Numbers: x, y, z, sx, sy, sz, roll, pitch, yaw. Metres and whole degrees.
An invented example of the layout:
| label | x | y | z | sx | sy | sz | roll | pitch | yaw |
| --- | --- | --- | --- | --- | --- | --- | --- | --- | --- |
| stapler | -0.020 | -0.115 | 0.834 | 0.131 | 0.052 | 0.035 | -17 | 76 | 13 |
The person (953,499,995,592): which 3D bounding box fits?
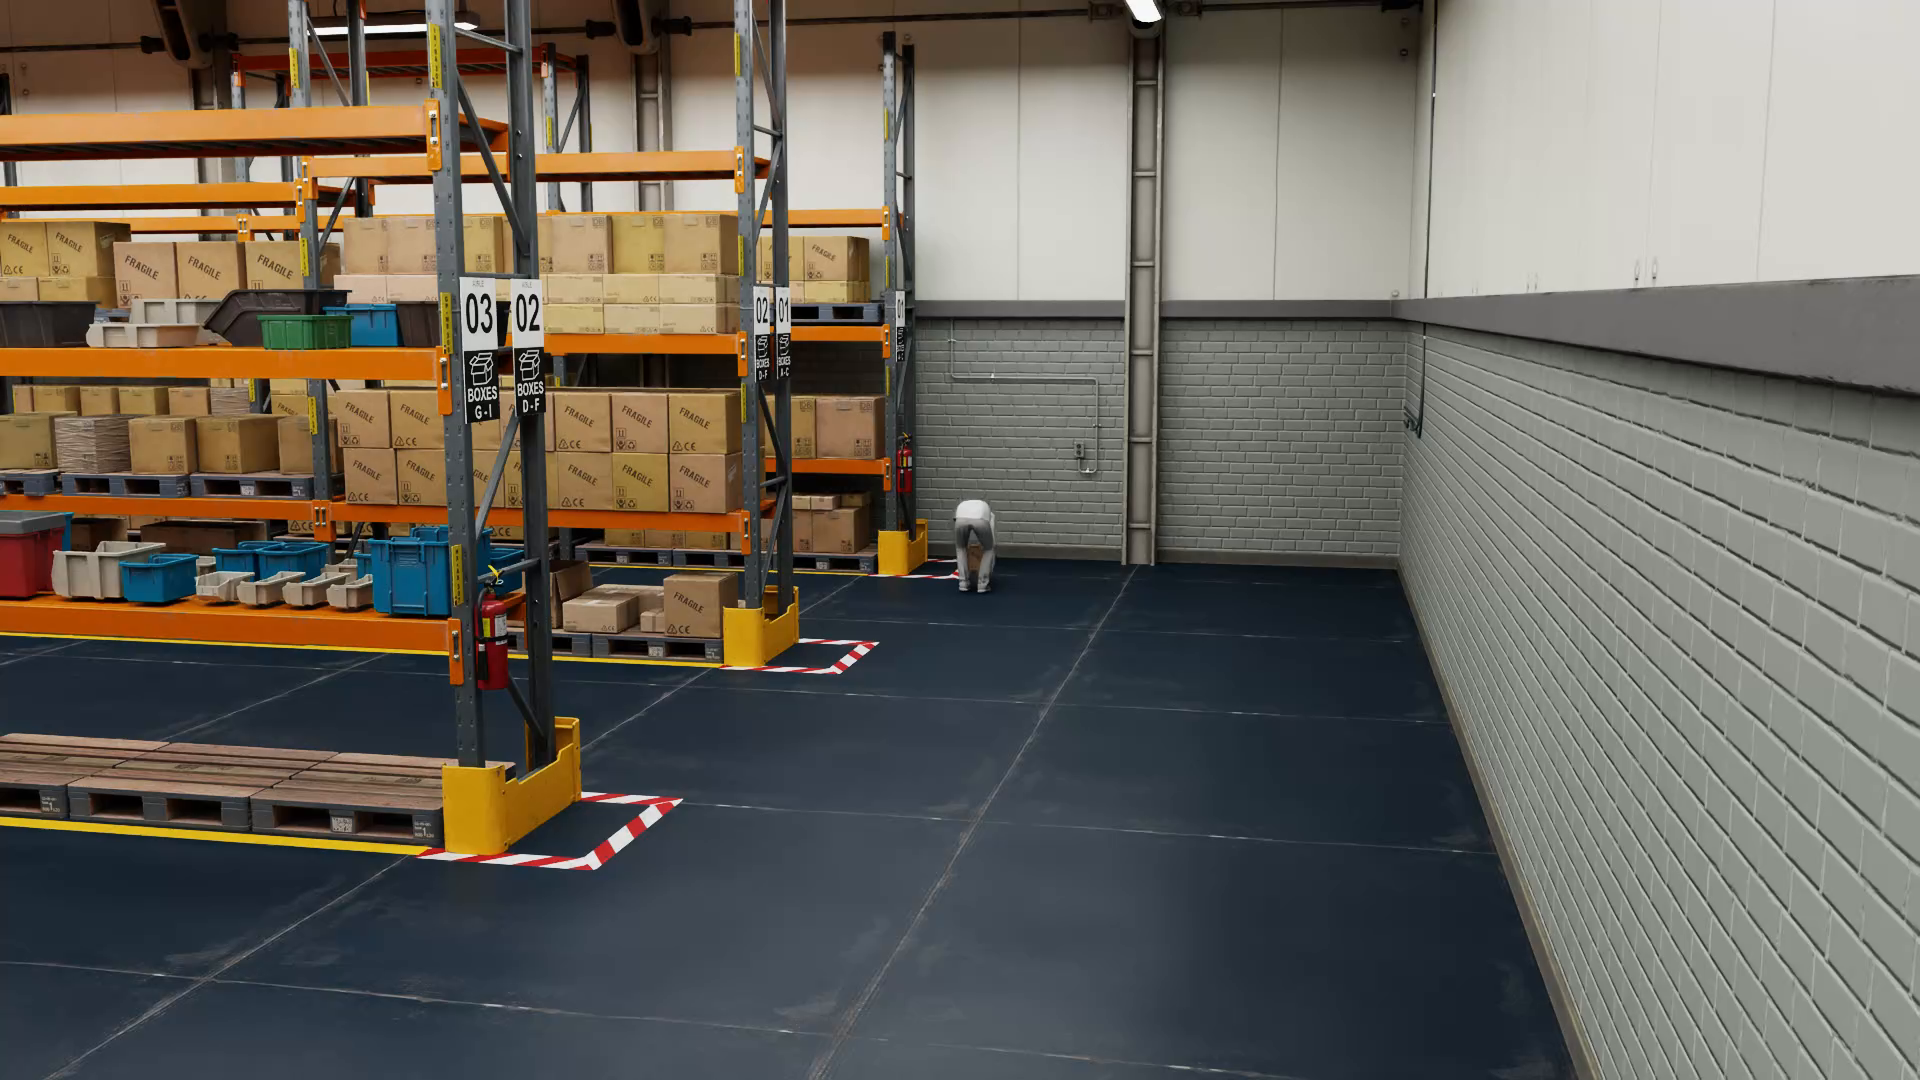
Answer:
| label | x | y | z | sx | sy | sz | roll | pitch | yaw |
| --- | --- | --- | --- | --- | --- | --- | --- | --- | --- |
| person | 0.176 | 0.037 | 17.953 | 0.426 | 0.995 | 0.912 | 1 | 8 | 9 |
